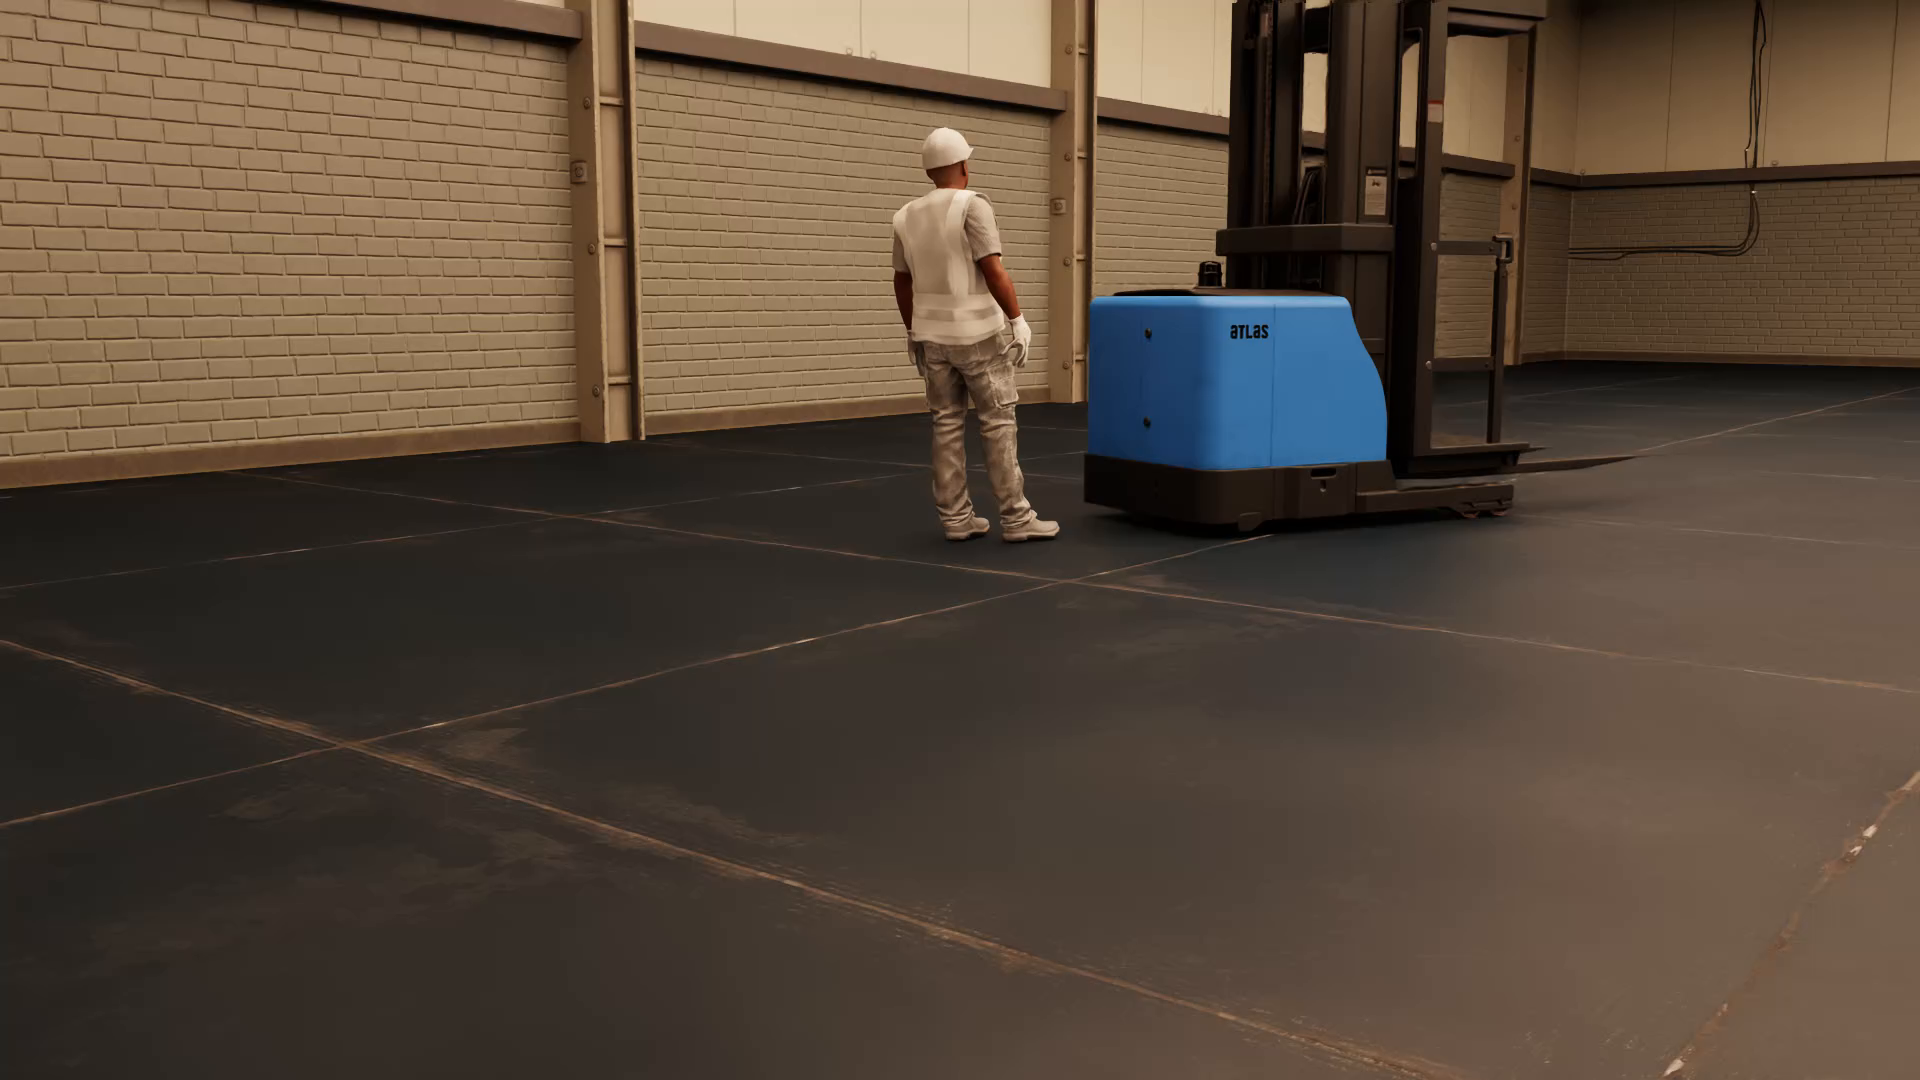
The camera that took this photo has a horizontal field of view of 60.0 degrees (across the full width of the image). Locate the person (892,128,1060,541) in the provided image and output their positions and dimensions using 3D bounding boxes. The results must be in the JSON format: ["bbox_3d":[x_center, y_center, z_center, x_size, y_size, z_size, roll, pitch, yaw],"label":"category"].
[{"bbox_3d":[0.052,-0.897,7.324,0.656,1.782,0.577,7,11,38],"label":"person"}]

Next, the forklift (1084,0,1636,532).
[{"bbox_3d":[2.152,-1.615,8.317,3.031,2.935,1.130,-5,10,-29],"label":"forklift"}]
